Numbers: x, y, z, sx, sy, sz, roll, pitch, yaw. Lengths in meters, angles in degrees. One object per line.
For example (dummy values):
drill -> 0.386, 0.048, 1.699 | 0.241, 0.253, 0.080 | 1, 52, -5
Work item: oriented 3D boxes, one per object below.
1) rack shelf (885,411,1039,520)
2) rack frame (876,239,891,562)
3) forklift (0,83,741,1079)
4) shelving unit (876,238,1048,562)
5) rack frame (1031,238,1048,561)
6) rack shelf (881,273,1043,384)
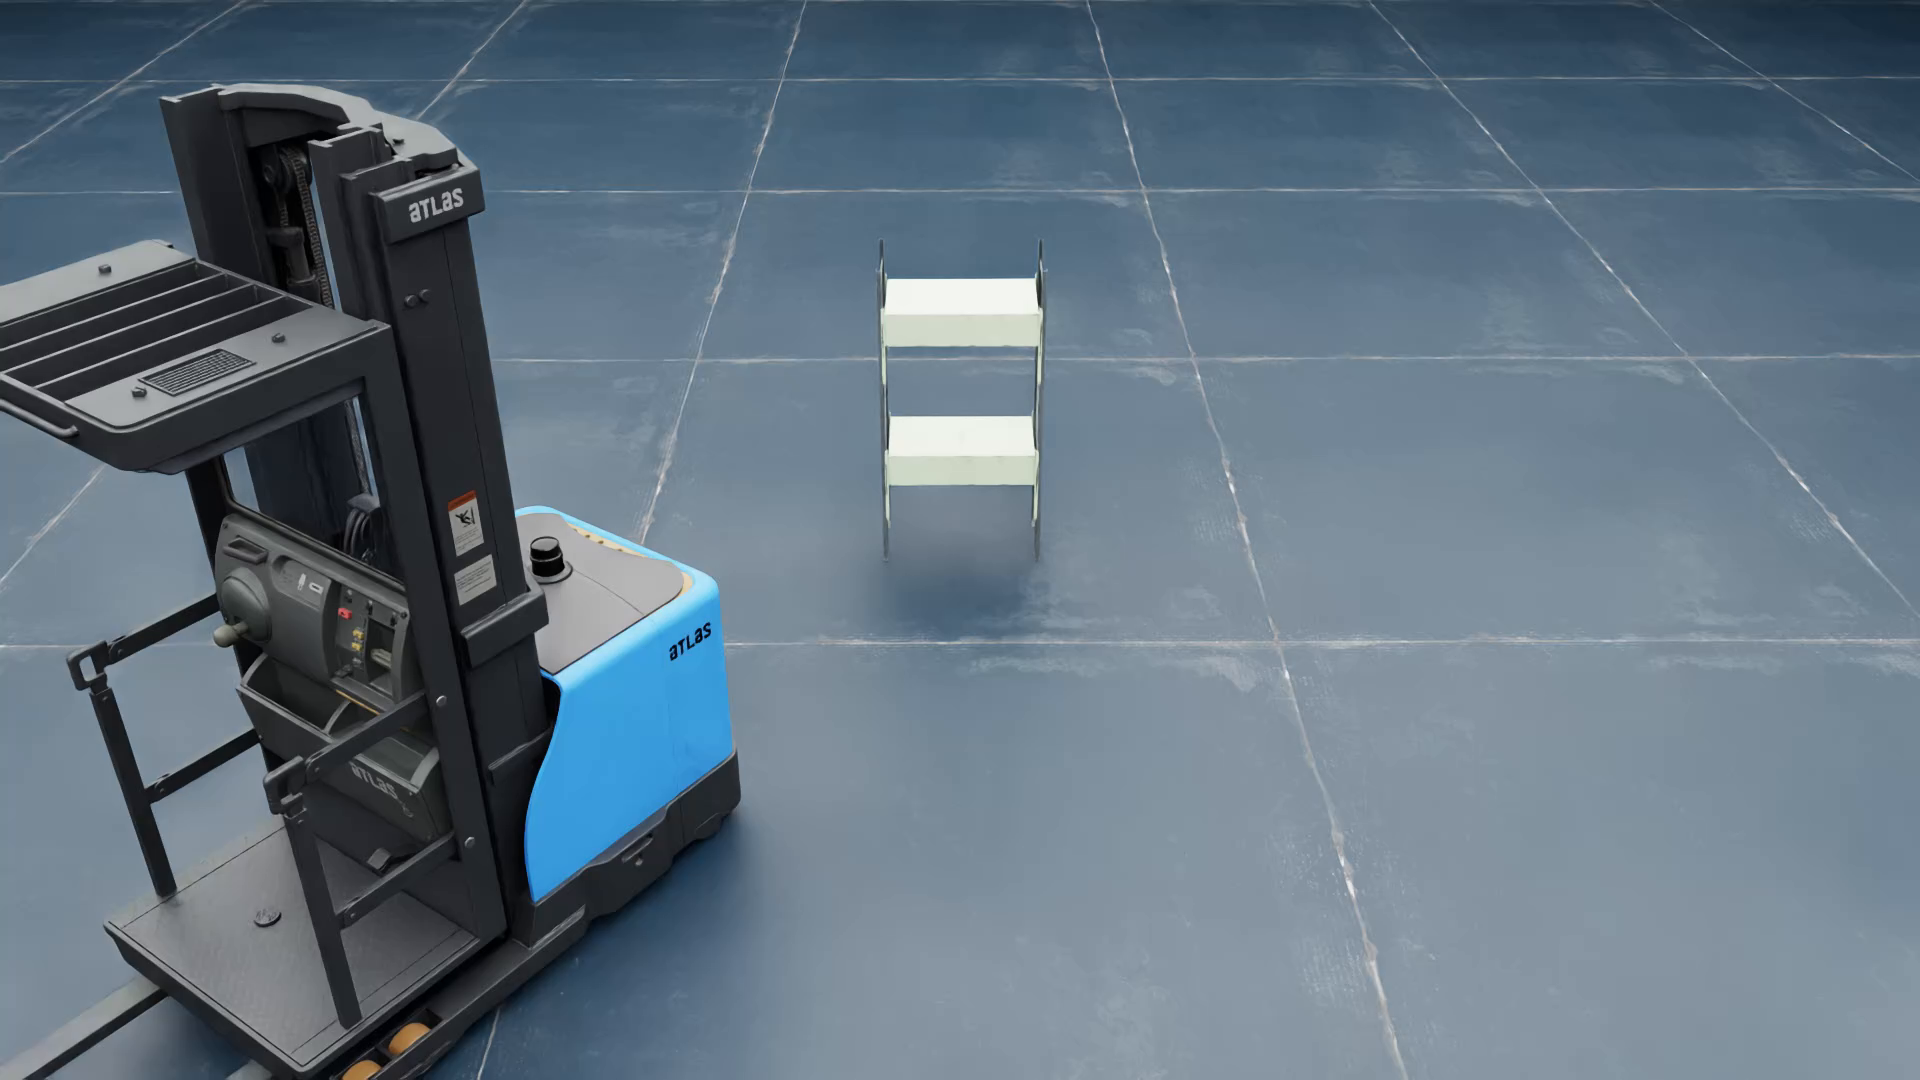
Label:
rack shelf -> 0.007, -0.363, 8.030 | 0.720, 0.370, 0.431 | 0, 31, 0
rack frame -> -0.359, -0.640, 7.859 | 0.023, 1.500, 0.400 | 0, 31, 0
forklift -> -2.118, 0.276, 4.969 | 1.130, 2.935, 3.031 | 20, 37, 30
shelving unit -> 0.007, -0.641, 7.861 | 0.755, 1.500, 0.431 | 0, 31, 0
rack frame -> 0.373, -0.642, 7.863 | 0.023, 1.500, 0.400 | 0, 31, 0
rack shelf -> 0.007, -0.975, 7.659 | 0.720, 0.370, 0.431 | 0, 31, 0
